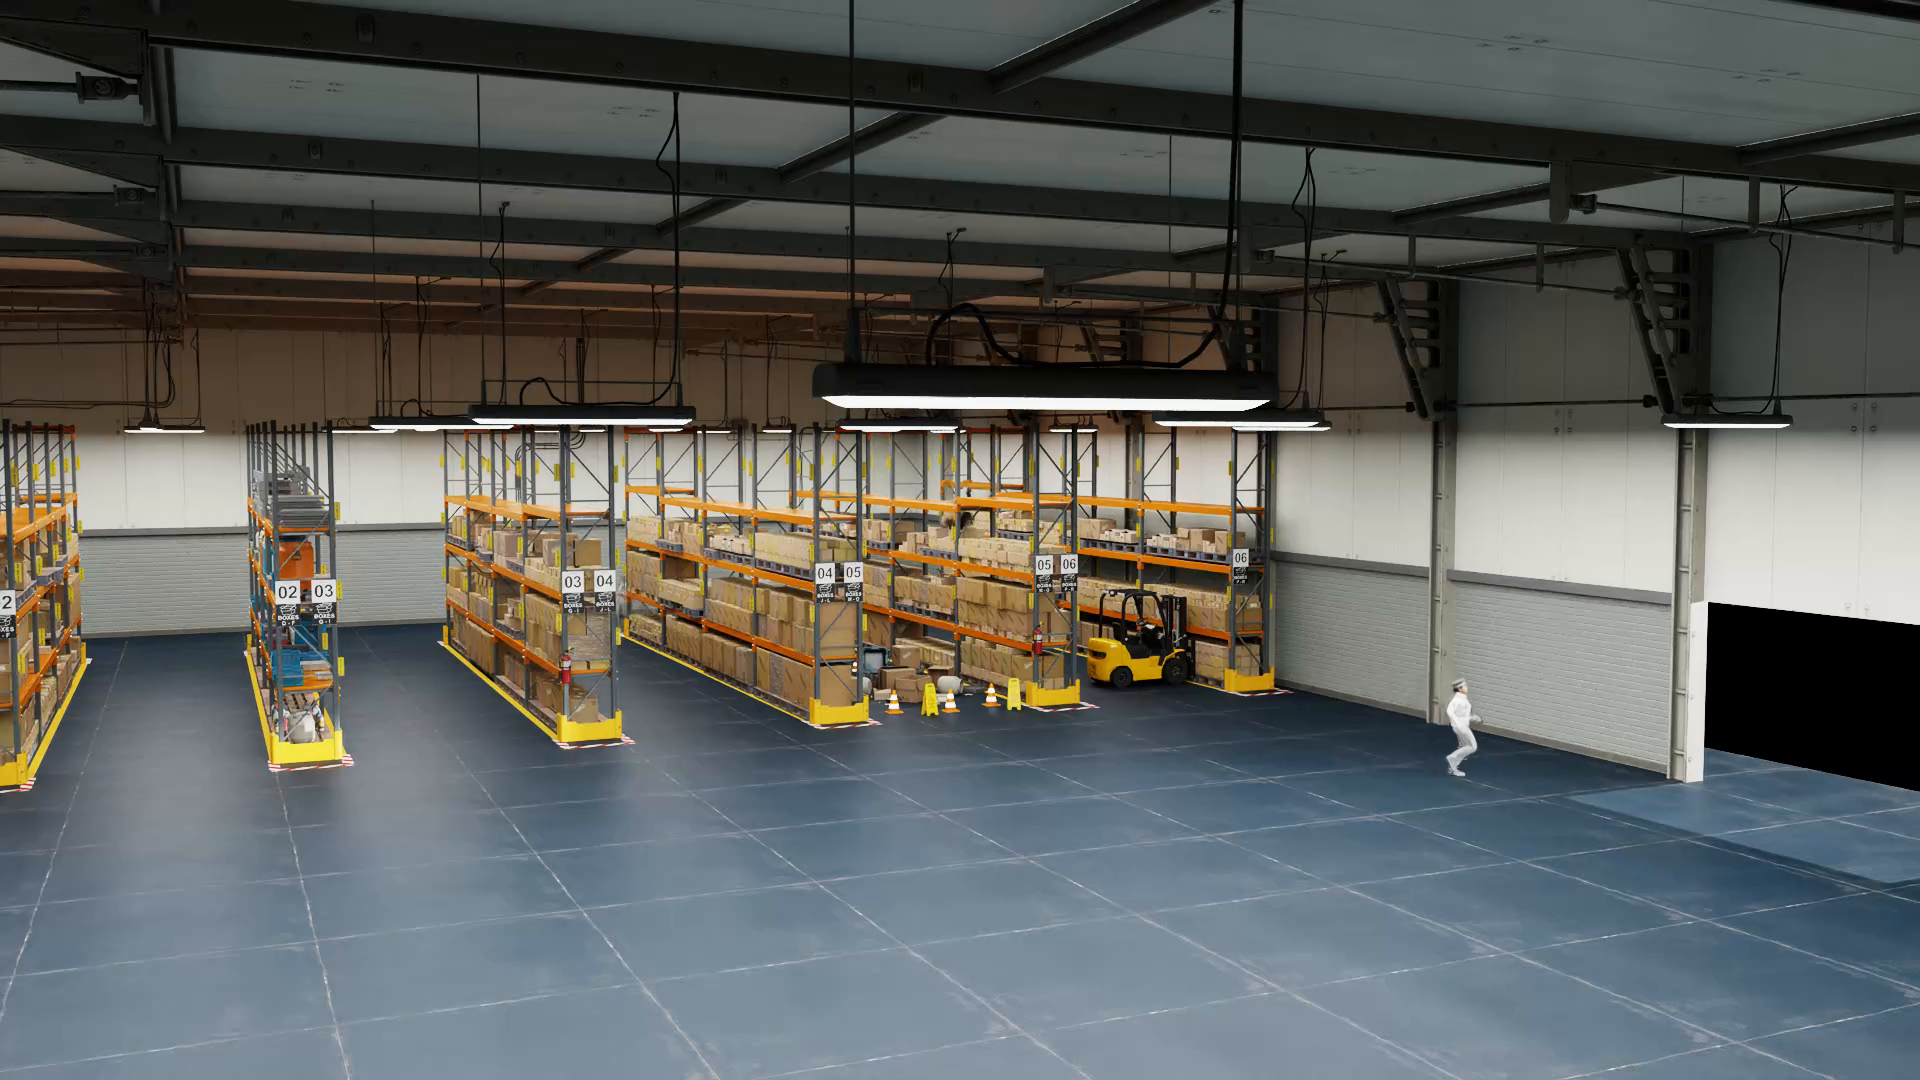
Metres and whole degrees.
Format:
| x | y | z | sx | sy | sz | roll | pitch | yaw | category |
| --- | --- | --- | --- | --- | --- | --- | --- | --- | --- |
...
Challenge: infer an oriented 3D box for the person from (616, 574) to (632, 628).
| x | y | z | sx | sy | sz | roll | pitch | yaw | category |
| --- | --- | --- | --- | --- | --- | --- | --- | --- | --- |
| -9.731 | 1.848 | 48.511 | 0.717 | 1.831 | 0.675 | -3 | 5 | -42 | person |

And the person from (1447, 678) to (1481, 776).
| x | y | z | sx | sy | sz | roll | pitch | yaw | category |
| --- | --- | --- | --- | --- | --- | --- | --- | --- | --- |
| 8.484 | 3.148 | 27.987 | 0.535 | 1.653 | 0.605 | 1 | 4 | 20 | person |
